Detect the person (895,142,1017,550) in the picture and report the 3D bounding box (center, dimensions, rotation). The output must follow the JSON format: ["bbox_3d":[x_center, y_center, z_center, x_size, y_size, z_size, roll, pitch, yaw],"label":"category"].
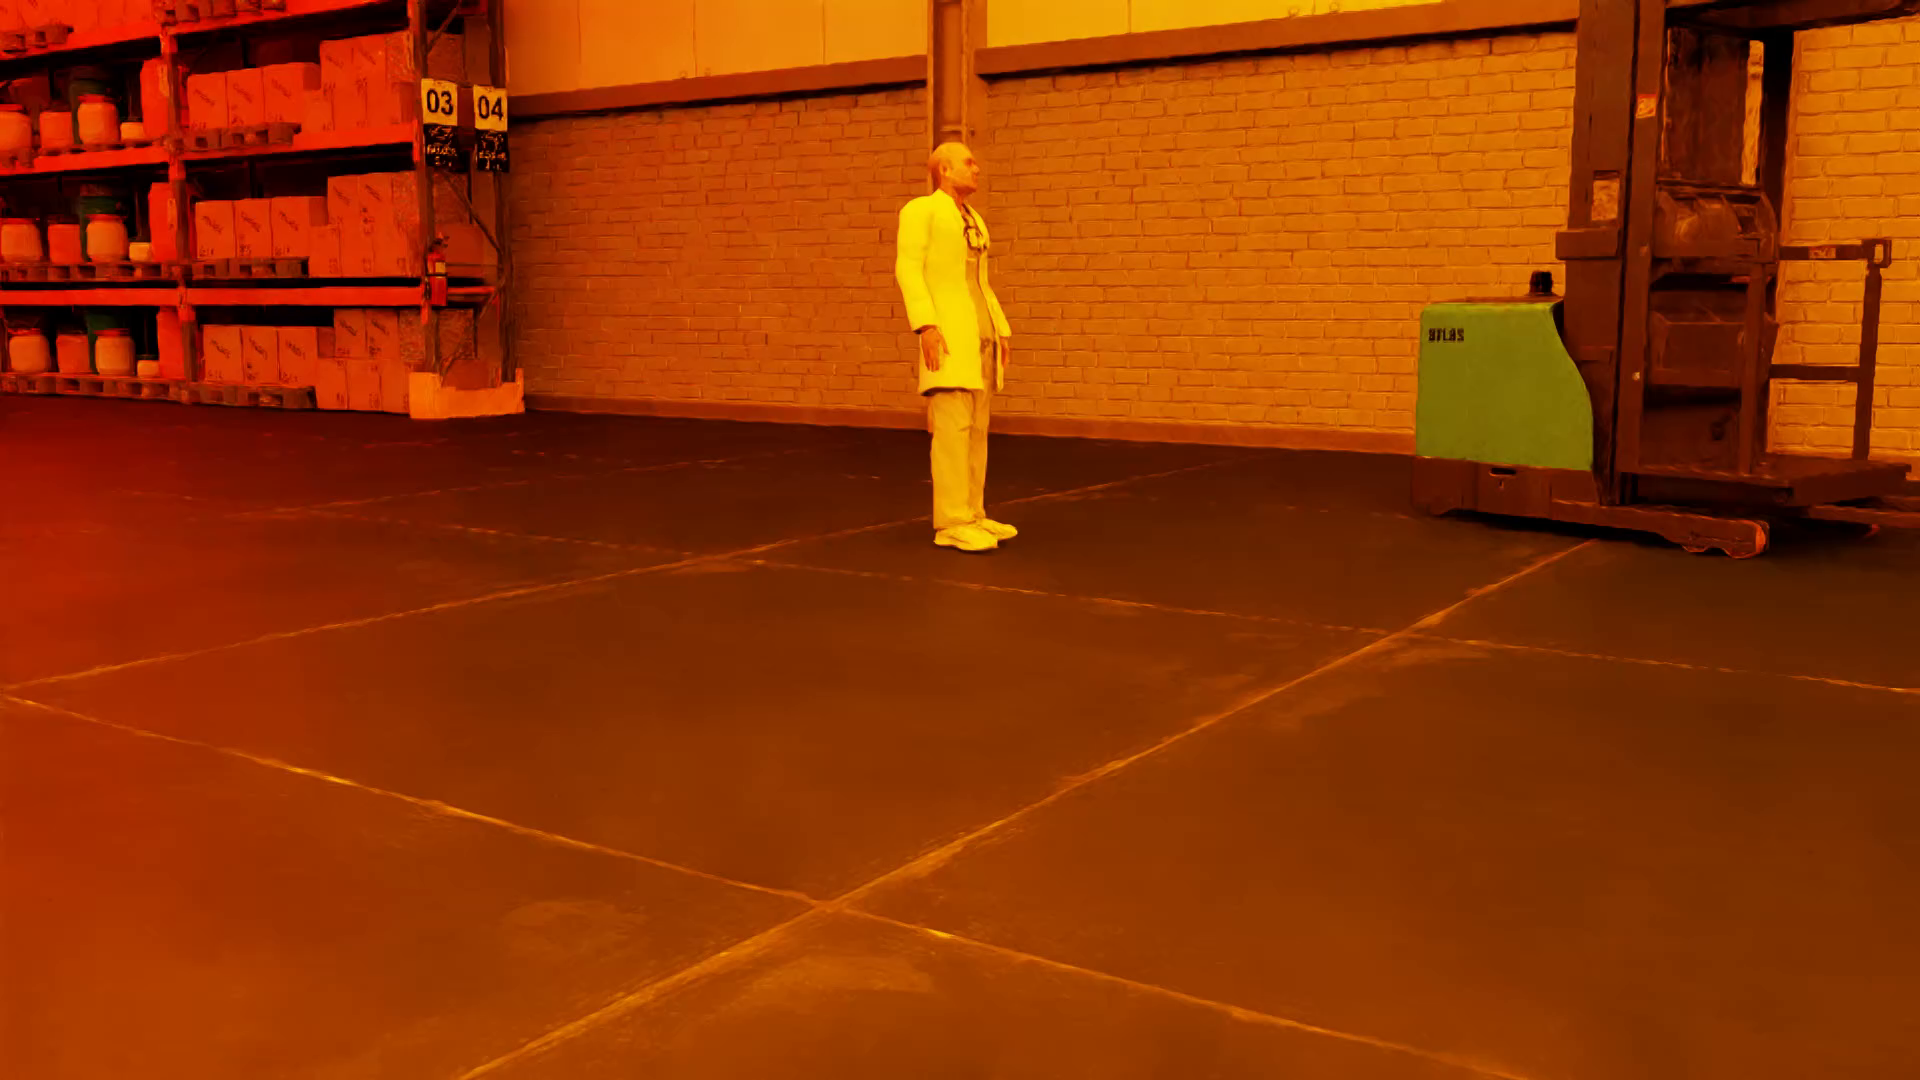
[{"bbox_3d":[0.073,-0.879,7.423,0.579,1.776,0.694,5,10,34],"label":"person"}]

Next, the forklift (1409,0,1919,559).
[{"bbox_3d":[3.562,-1.448,7.376,1.130,2.935,3.031,-6,10,-36],"label":"forklift"}]
